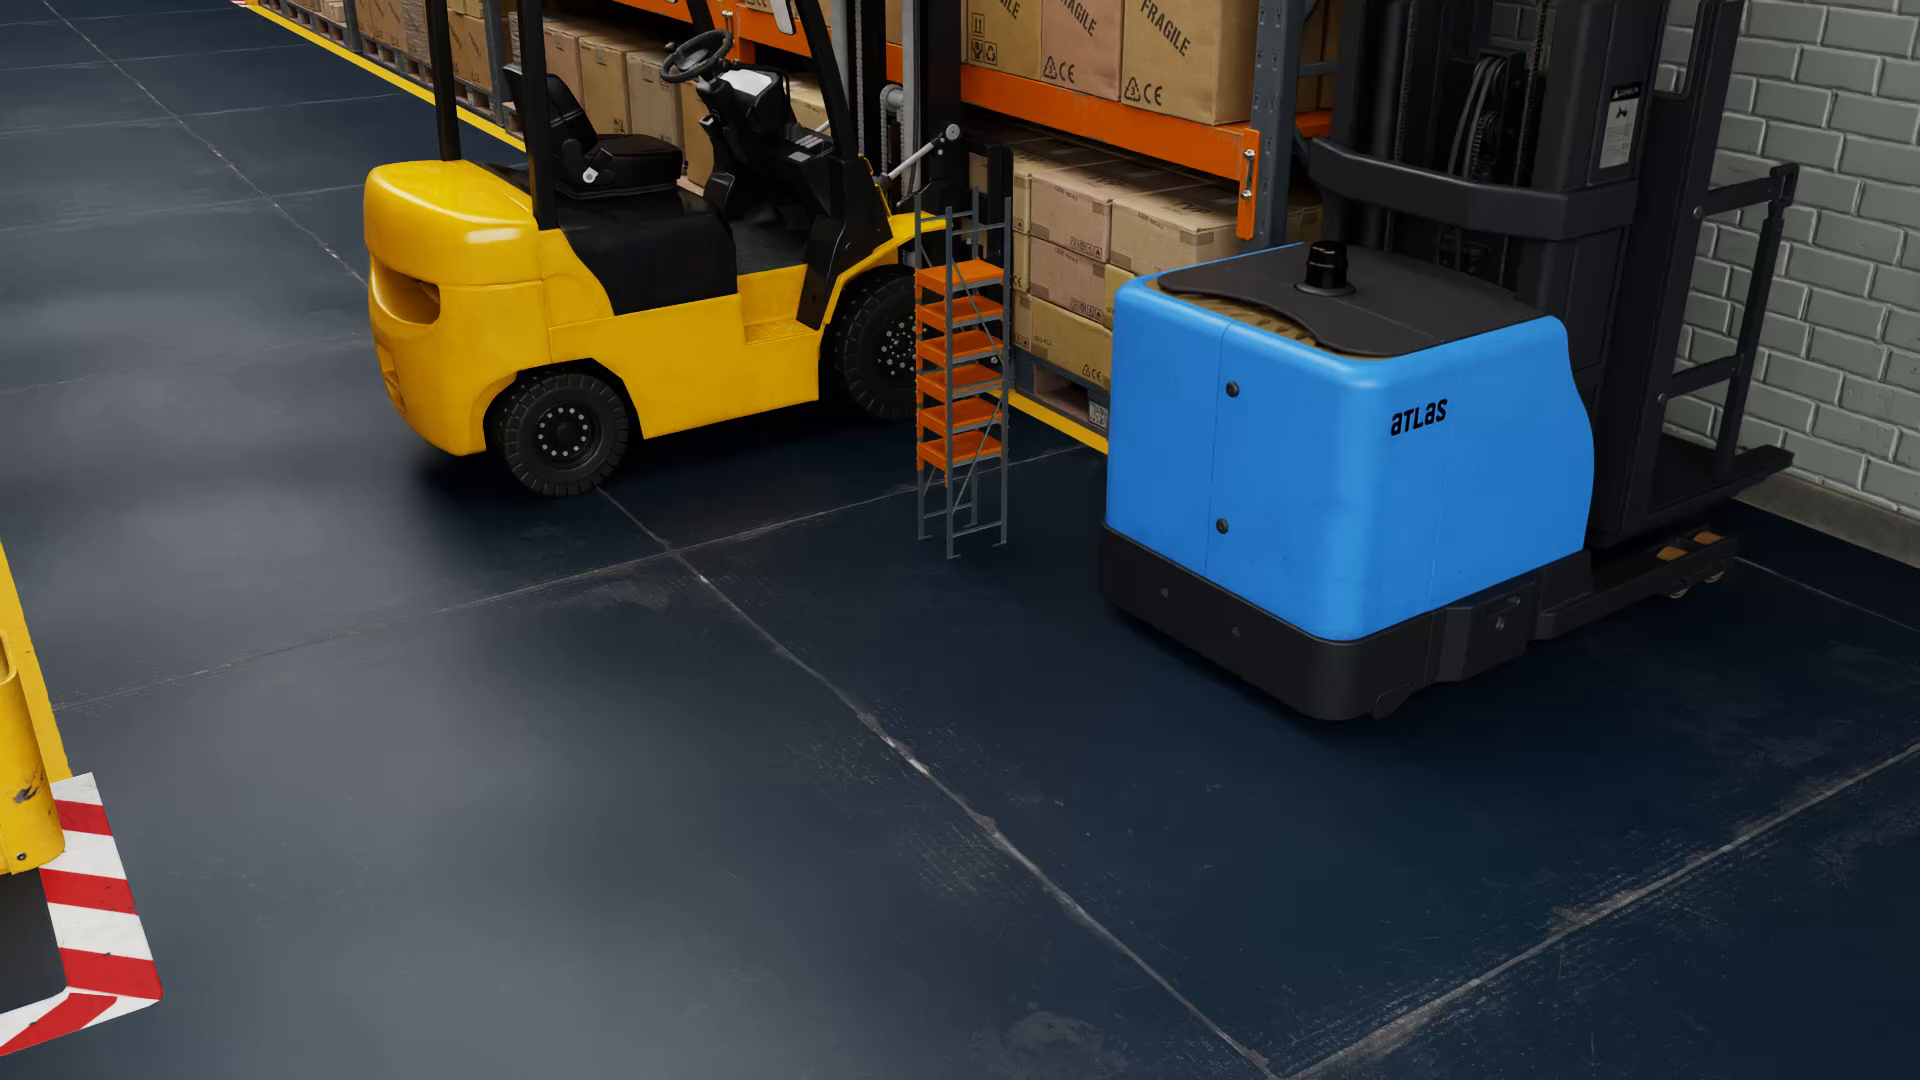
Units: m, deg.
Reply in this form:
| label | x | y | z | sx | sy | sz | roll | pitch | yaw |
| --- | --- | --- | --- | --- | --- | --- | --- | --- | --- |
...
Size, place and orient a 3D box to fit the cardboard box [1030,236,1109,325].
| label | x | y | z | sx | sy | sz | roll | pitch | yaw |
| --- | --- | --- | --- | --- | --- | --- | --- | --- | --- |
| cardboard box | 0.628 | -1.086 | 6.681 | 0.500 | 0.250 | 0.500 | -16 | 30 | -30 |

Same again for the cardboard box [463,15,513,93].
| label | x | y | z | sx | sy | sz | roll | pitch | yaw |
| --- | --- | --- | --- | --- | --- | --- | --- | --- | --- |
| cardboard box | -3.358 | -3.653 | 12.410 | 0.500 | 0.500 | 0.500 | -15 | 29 | -28 |

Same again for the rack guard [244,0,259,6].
| label | x | y | z | sx | sy | sz | roll | pitch | yaw |
| --- | --- | --- | --- | --- | --- | --- | --- | --- | --- |
| rack guard | -7.273 | -6.196 | 18.289 | 1.175 | 0.500 | 0.348 | -16 | 29 | -30 |

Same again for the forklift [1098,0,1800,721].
| label | x | y | z | sx | sy | sz | roll | pitch | yaw |
| --- | --- | --- | --- | --- | --- | --- | --- | --- | --- |
| forklift | 1.932 | -1.305 | 5.080 | 3.031 | 2.935 | 1.130 | -17 | 30 | -31 |

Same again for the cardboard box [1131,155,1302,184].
| label | x | y | z | sx | sy | sz | roll | pitch | yaw |
| --- | --- | --- | --- | --- | --- | --- | --- | --- | --- |
| cardboard box | 1.040 | -1.423 | 6.809 | 0.500 | 0.250 | 0.500 | -15 | 29 | -29 |

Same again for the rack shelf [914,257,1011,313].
| label | x | y | z | sx | sy | sz | roll | pitch | yaw |
| --- | --- | --- | --- | --- | --- | --- | --- | --- | --- |
| rack shelf | 0.008 | -0.823 | 5.348 | 0.258 | 0.103 | 0.180 | -16 | 29 | -30 |

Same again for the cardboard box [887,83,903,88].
| label | x | y | z | sx | sy | sz | roll | pitch | yaw |
| --- | --- | --- | --- | --- | --- | --- | --- | --- | --- |
| cardboard box | -0.044 | -2.151 | 8.351 | 0.500 | 0.250 | 0.500 | -16 | 30 | -30 |

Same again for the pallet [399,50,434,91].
| label | x | y | z | sx | sy | sz | roll | pitch | yaw |
| --- | --- | --- | --- | --- | --- | --- | --- | --- | --- |
| pallet | -3.985 | -3.943 | 13.855 | 1.003 | 0.211 | 1.213 | -16 | 29 | -30 |

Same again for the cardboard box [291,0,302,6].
| label | x | y | z | sx | sy | sz | roll | pitch | yaw |
| --- | --- | --- | --- | --- | --- | --- | --- | --- | --- |
| cardboard box | -6.421 | -5.645 | 16.630 | 0.500 | 0.500 | 0.500 | -15 | 29 | -29 |

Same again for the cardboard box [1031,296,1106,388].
| label | x | y | z | sx | sy | sz | roll | pitch | yaw |
| --- | --- | --- | --- | --- | --- | --- | --- | --- | --- |
| cardboard box | 0.635 | -0.852 | 6.769 | 0.500 | 0.250 | 0.500 | -16 | 29 | -30 |

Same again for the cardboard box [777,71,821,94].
| label | x | y | z | sx | sy | sz | roll | pitch | yaw |
| --- | --- | --- | --- | --- | --- | --- | --- | --- | --- |
| cardboard box | -0.762 | -2.214 | 8.484 | 0.500 | 0.250 | 0.500 | -16 | 30 | -30 |

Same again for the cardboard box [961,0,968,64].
| label | x | y | z | sx | sy | sz | roll | pitch | yaw |
| --- | --- | --- | --- | --- | --- | --- | --- | --- | --- |
| cardboard box | 0.092 | -2.339 | 7.074 | 0.500 | 0.500 | 0.500 | -15 | 29 | -29 |

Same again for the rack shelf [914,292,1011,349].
| label | x | y | z | sx | sy | sz | roll | pitch | yaw |
| --- | --- | --- | --- | --- | --- | --- | --- | --- | --- |
| rack shelf | 0.008 | -0.714 | 5.399 | 0.258 | 0.103 | 0.180 | -16 | 29 | -30 |

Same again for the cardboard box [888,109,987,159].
| label | x | y | z | sx | sy | sz | roll | pitch | yaw |
| --- | --- | --- | --- | --- | --- | --- | --- | --- | --- |
| cardboard box | -0.210 | -1.853 | 7.720 | 0.500 | 0.250 | 0.500 | -14 | 29 | -28 |

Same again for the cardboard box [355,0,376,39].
| label | x | y | z | sx | sy | sz | roll | pitch | yaw |
| --- | --- | --- | --- | --- | --- | --- | --- | --- | --- |
| cardboard box | -5.055 | -4.757 | 14.749 | 0.500 | 0.500 | 0.500 | -14 | 29 | -27 |

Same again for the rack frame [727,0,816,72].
| label | x | y | z | sx | sy | sz | roll | pitch | yaw |
| --- | --- | --- | --- | --- | --- | --- | --- | --- | --- |
| rack frame | -0.764 | -3.061 | 8.721 | 1.000 | 3.000 | 0.127 | -16 | 29 | -30 |

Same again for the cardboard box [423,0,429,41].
| label | x | y | z | sx | sy | sz | roll | pitch | yaw |
| --- | --- | --- | --- | --- | --- | --- | --- | --- | --- |
| cardboard box | -3.910 | -4.021 | 13.190 | 0.500 | 0.500 | 0.500 | -14 | 29 | -27 |

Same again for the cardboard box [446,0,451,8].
| label | x | y | z | sx | sy | sz | roll | pitch | yaw |
| --- | --- | --- | --- | --- | --- | --- | --- | --- | --- |
| cardboard box | -3.711 | -4.157 | 12.719 | 0.380 | 0.149 | 0.250 | -17 | 30 | -31 |

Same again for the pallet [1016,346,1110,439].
| label | x | y | z | sx | sy | sz | roll | pitch | yaw |
| --- | --- | --- | --- | --- | --- | --- | --- | --- | --- |
| pallet | 0.968 | -0.633 | 6.844 | 1.003 | 0.211 | 1.213 | -16 | 29 | -30 |

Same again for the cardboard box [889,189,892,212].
| label | x | y | z | sx | sy | sz | roll | pitch | yaw |
| --- | --- | --- | --- | --- | --- | --- | --- | --- | --- |
| cardboard box | -0.217 | -1.627 | 7.826 | 0.500 | 0.250 | 0.500 | -16 | 30 | -30 |

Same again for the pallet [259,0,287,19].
| label | x | y | z | sx | sy | sz | roll | pitch | yaw |
| --- | --- | --- | --- | --- | --- | --- | --- | --- | --- |
| pallet | -6.837 | -5.780 | 17.747 | 1.003 | 0.211 | 1.213 | -16 | 29 | -30 |

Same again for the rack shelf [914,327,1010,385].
| label | x | y | z | sx | sy | sz | roll | pitch | yaw |
| --- | --- | --- | --- | --- | --- | --- | --- | --- | --- |
| rack shelf | 0.008 | -0.606 | 5.451 | 0.258 | 0.103 | 0.180 | -16 | 29 | -30 |

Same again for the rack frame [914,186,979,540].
| label | x | y | z | sx | sy | sz | roll | pitch | yaw |
| --- | --- | --- | --- | --- | --- | --- | --- | --- | --- |
| rack frame | -0.042 | -0.570 | 5.552 | 0.240 | 1.200 | 0.006 | -16 | 29 | -30 |

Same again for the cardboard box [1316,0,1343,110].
| label | x | y | z | sx | sy | sz | roll | pitch | yaw |
| --- | --- | --- | --- | --- | --- | --- | --- | --- | --- |
| cardboard box | 1.382 | -1.918 | 6.182 | 0.500 | 0.500 | 0.500 | -14 | 29 | -28 |

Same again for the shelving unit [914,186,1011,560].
| label | x | y | z | sx | sy | sz | roll | pitch | yaw |
| --- | --- | --- | --- | --- | --- | --- | --- | --- | --- |
| shelving unit | 0.008 | -0.537 | 5.483 | 0.258 | 1.200 | 0.189 | -16 | 29 | -30 |

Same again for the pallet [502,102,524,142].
| label | x | y | z | sx | sy | sz | roll | pitch | yaw |
| --- | --- | --- | --- | --- | --- | --- | --- | --- | --- |
| pallet | -2.530 | -2.928 | 11.704 | 1.003 | 0.211 | 1.213 | -16 | 29 | -30 |

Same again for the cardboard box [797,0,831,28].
| label | x | y | z | sx | sy | sz | roll | pitch | yaw |
| --- | --- | --- | --- | --- | --- | --- | --- | --- | --- |
| cardboard box | -0.442 | -2.705 | 7.848 | 0.500 | 0.500 | 0.500 | -15 | 29 | -29 |

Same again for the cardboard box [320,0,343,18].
| label | x | y | z | sx | sy | sz | roll | pitch | yaw |
| --- | --- | --- | --- | --- | --- | --- | --- | --- | --- |
| cardboard box | -5.876 | -5.135 | 15.824 | 0.396 | 0.266 | 0.258 | -14 | 29 | -28 |

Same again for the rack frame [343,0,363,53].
| label | x | y | z | sx | sy | sz | roll | pitch | yaw |
| --- | --- | --- | --- | --- | --- | --- | --- | --- | --- |
| rack frame | -5.131 | -5.923 | 14.782 | 1.000 | 3.000 | 0.127 | -16 | 29 | -30 |

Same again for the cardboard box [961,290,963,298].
| label | x | y | z | sx | sy | sz | roll | pitch | yaw |
| --- | --- | --- | --- | --- | --- | --- | --- | --- | --- |
| cardboard box | 0.067 | -1.213 | 7.535 | 0.500 | 0.250 | 0.500 | -15 | 29 | -28 |

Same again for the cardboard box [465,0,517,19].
| label | x | y | z | sx | sy | sz | roll | pitch | yaw |
| --- | --- | --- | --- | --- | --- | --- | --- | --- | --- |
| cardboard box | -3.429 | -3.963 | 12.306 | 0.380 | 0.149 | 0.250 | -17 | 30 | -32 |

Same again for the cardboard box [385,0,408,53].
| label | x | y | z | sx | sy | sz | roll | pitch | yaw |
| --- | --- | --- | --- | --- | --- | --- | --- | --- | --- |
| cardboard box | -4.487 | -4.389 | 13.970 | 0.500 | 0.500 | 0.500 | -17 | 30 | -31 |

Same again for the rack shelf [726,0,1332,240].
| label | x | y | z | sx | sy | sz | roll | pitch | yaw |
| --- | --- | --- | --- | --- | --- | --- | --- | --- | --- |
| rack shelf | 0.328 | -2.021 | 7.359 | 1.077 | 0.370 | 4.000 | -16 | 29 | -30 |

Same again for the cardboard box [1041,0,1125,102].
| label | x | y | z | sx | sy | sz | roll | pitch | yaw |
| --- | --- | --- | --- | --- | --- | --- | --- | --- | --- |
| cardboard box | 0.656 | -1.978 | 6.310 | 0.500 | 0.500 | 0.500 | -15 | 29 | -28 |

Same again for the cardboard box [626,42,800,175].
| label | x | y | z | sx | sy | sz | roll | pitch | yaw |
| --- | --- | --- | --- | --- | --- | --- | --- | --- | --- |
| cardboard box | -1.475 | -2.641 | 10.120 | 0.875 | 0.625 | 0.625 | -16 | 30 | -30 |

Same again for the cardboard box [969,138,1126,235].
| label | x | y | z | sx | sy | sz | roll | pitch | yaw |
| --- | --- | --- | --- | --- | --- | --- | --- | --- | --- |
| cardboard box | 0.340 | -1.481 | 6.931 | 0.500 | 0.250 | 0.500 | -15 | 29 | -29 |

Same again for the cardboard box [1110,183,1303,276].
| label | x | y | z | sx | sy | sz | roll | pitch | yaw |
| --- | --- | --- | --- | --- | --- | --- | --- | --- | --- |
| cardboard box | 0.907 | -1.121 | 6.169 | 0.500 | 0.250 | 0.500 | -14 | 29 | -28 |

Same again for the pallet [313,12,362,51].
| label | x | y | z | sx | sy | sz | roll | pitch | yaw |
| --- | --- | --- | --- | --- | --- | --- | --- | --- | --- |
| pallet | -5.505 | -4.908 | 15.899 | 1.003 | 0.211 | 1.213 | -16 | 29 | -30 |

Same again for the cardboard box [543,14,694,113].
| label | x | y | z | sx | sy | sz | roll | pitch | yaw |
| --- | --- | --- | --- | --- | --- | --- | --- | --- | --- |
| cardboard box | -2.255 | -3.150 | 11.199 | 0.875 | 0.625 | 0.625 | -14 | 29 | -28 |

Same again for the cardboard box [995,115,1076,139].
| label | x | y | z | sx | sy | sz | roll | pitch | yaw |
| --- | --- | --- | --- | --- | --- | --- | --- | --- | --- |
| cardboard box | 0.503 | -1.789 | 7.585 | 0.500 | 0.250 | 0.500 | -16 | 30 | -31 |
